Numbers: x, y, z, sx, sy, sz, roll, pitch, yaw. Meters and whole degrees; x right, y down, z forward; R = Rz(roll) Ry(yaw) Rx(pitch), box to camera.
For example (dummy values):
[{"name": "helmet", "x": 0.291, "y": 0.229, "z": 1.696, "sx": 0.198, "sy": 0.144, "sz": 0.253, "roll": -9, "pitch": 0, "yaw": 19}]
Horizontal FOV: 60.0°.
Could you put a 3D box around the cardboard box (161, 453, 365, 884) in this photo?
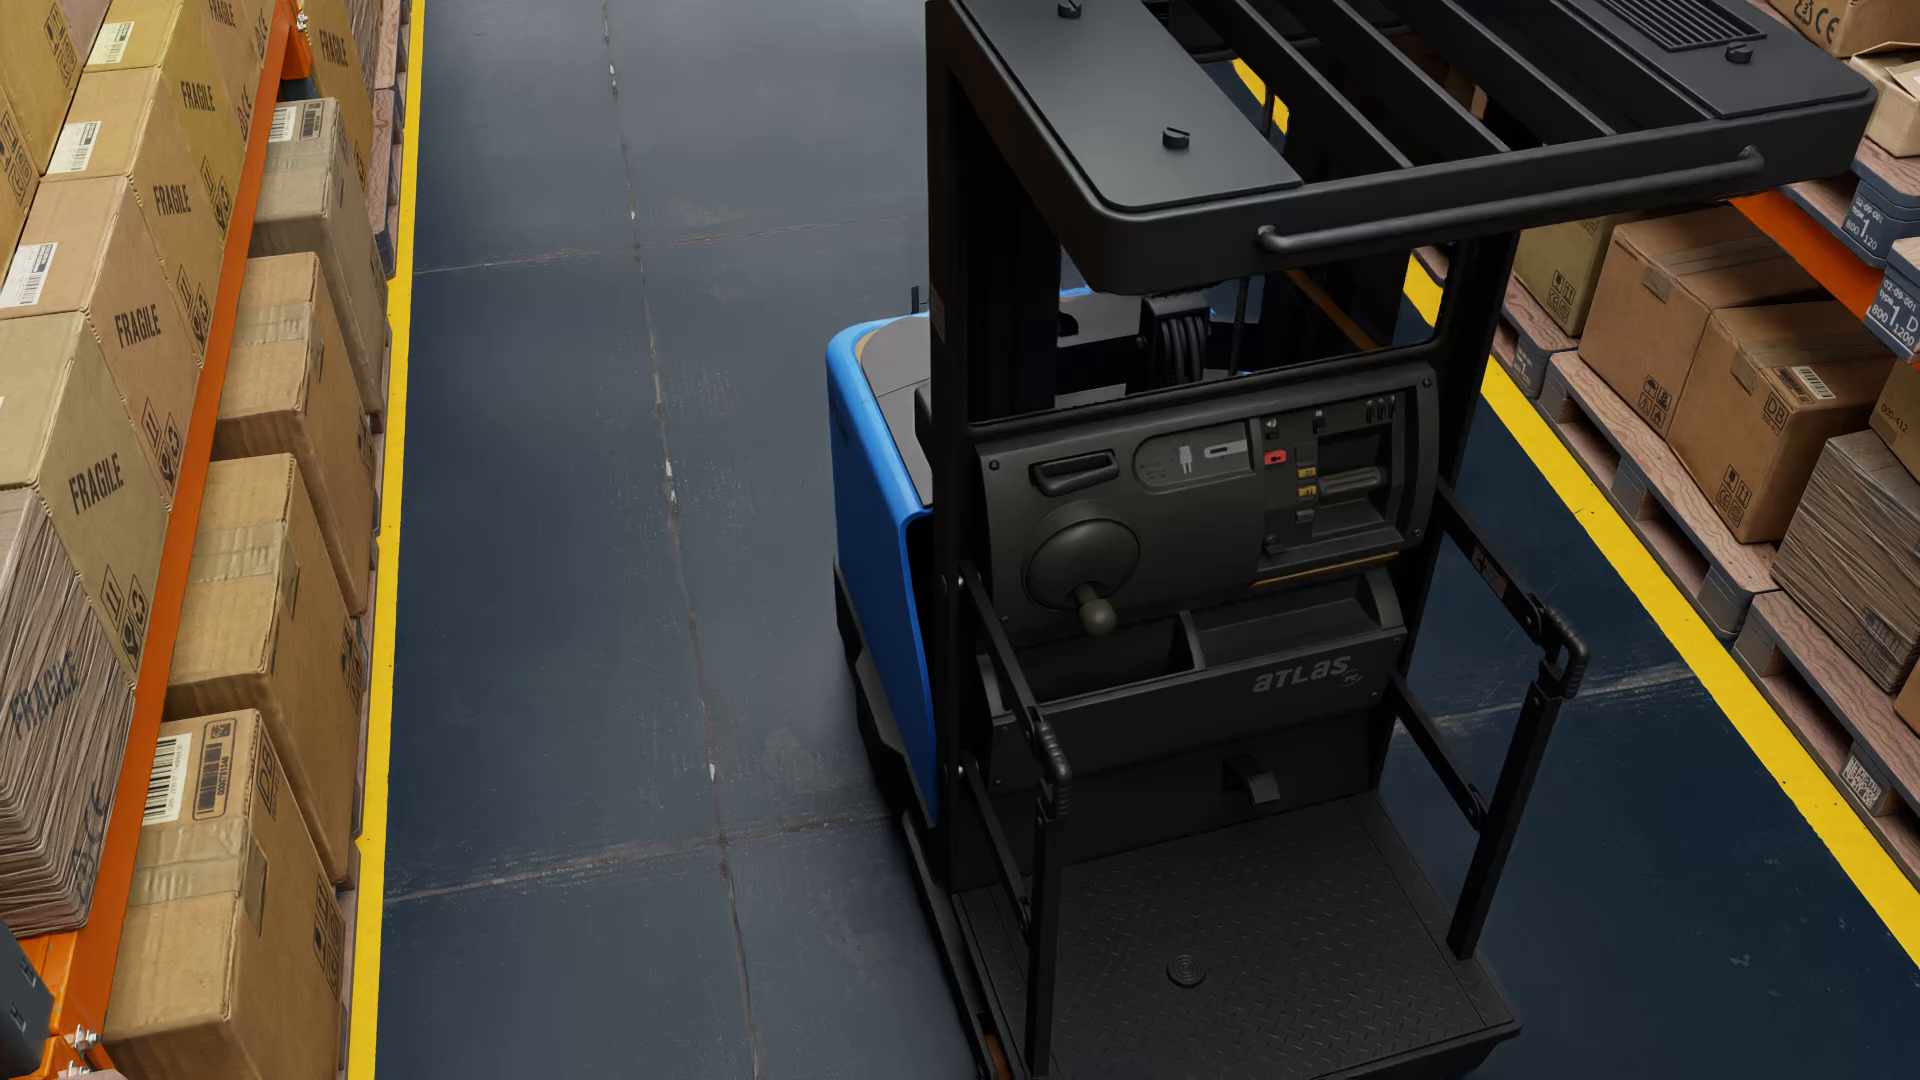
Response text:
[{"name": "cardboard box", "x": -2.063, "y": 0.374, "z": 3.948, "sx": 1.050, "sy": 0.750, "sz": 0.750, "roll": -8, "pitch": 42, "yaw": -9}]

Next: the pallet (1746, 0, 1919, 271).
[{"name": "pallet", "x": 2.570, "y": -1.188, "z": 4.473, "sx": 1.003, "sy": 0.211, "sz": 1.213, "roll": -8, "pitch": 42, "yaw": -9}]

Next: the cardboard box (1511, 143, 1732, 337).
[{"name": "cardboard box", "x": 2.370, "y": -1.092, "z": 5.772, "sx": 0.700, "sy": 0.500, "sz": 0.500, "roll": -9, "pitch": 42, "yaw": -10}]

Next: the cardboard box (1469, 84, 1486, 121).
[{"name": "cardboard box", "x": 2.286, "y": -1.403, "z": 6.123, "sx": 0.700, "sy": 0.500, "sz": 0.500, "roll": -11, "pitch": 43, "yaw": -13}]

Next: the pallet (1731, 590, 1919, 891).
[{"name": "pallet", "x": 10.684, "y": 1.291, "z": 3.636, "sx": 15.783, "sy": 0.211, "sz": 6.755, "roll": -8, "pitch": 42, "yaw": -9}]

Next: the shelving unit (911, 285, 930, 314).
[{"name": "shelving unit", "x": -6.490, "y": -2.152, "z": 5.269, "sx": 12.311, "sy": 3.194, "sz": 5.845, "roll": -8, "pitch": 42, "yaw": -9}]

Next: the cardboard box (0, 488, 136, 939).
[{"name": "cardboard box", "x": -1.661, "y": 0.296, "z": 2.582, "sx": 0.500, "sy": 0.500, "sz": 0.500, "roll": -8, "pitch": 42, "yaw": -9}]

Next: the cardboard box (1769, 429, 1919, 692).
[{"name": "cardboard box", "x": 2.741, "y": -0.001, "z": 4.543, "sx": 0.700, "sy": 0.500, "sz": 0.500, "roll": -12, "pitch": 43, "yaw": -13}]

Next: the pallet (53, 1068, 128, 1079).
[{"name": "pallet", "x": -1.569, "y": 1.182, "z": 1.804, "sx": 1.213, "sy": 0.211, "sz": 1.003, "roll": -8, "pitch": 42, "yaw": -9}]

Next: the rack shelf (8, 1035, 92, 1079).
[{"name": "rack shelf", "x": -1.396, "y": 2.229, "z": 1.022, "sx": 1.077, "sy": 0.370, "sz": 4.000, "roll": -8, "pitch": 42, "yaw": -9}]

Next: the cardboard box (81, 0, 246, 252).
[{"name": "cardboard box", "x": -2.099, "y": -1.012, "z": 4.055, "sx": 0.500, "sy": 0.500, "sz": 0.500, "roll": -8, "pitch": 42, "yaw": -9}]

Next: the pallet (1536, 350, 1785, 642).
[{"name": "pallet", "x": 2.611, "y": -0.235, "z": 5.356, "sx": 1.003, "sy": 0.211, "sz": 1.213, "roll": -8, "pitch": 42, "yaw": -9}]

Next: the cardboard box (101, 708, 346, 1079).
[{"name": "cardboard box", "x": -0.293, "y": -1.175, "z": 5.324, "sx": 5.455, "sy": 1.239, "sz": 5.693, "roll": -9, "pitch": 42, "yaw": -10}]

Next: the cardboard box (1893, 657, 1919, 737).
[{"name": "cardboard box", "x": 2.873, "y": 0.357, "z": 4.140, "sx": 0.700, "sy": 0.500, "sz": 0.500, "roll": -10, "pitch": 43, "yaw": -12}]

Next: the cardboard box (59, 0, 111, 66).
[{"name": "cardboard box", "x": -2.356, "y": -1.359, "z": 3.693, "sx": 0.700, "sy": 0.500, "sz": 0.500, "roll": -8, "pitch": 42, "yaw": -9}]

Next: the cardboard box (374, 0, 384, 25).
[{"name": "cardboard box", "x": -3.151, "y": -2.885, "z": 7.524, "sx": 0.875, "sy": 0.875, "sz": 0.875, "roll": -9, "pitch": 42, "yaw": -10}]

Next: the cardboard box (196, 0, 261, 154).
[{"name": "cardboard box", "x": -2.208, "y": -1.340, "z": 4.424, "sx": 0.500, "sy": 0.500, "sz": 0.500, "roll": -9, "pitch": 42, "yaw": -10}]

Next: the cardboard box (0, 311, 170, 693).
[{"name": "cardboard box", "x": -1.773, "y": -0.033, "z": 2.952, "sx": 0.500, "sy": 0.500, "sz": 0.500, "roll": -9, "pitch": 42, "yaw": -10}]

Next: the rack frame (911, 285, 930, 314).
[{"name": "rack frame", "x": -0.020, "y": -0.397, "z": 5.020, "sx": 0.240, "sy": 0.900, "sz": 0.006, "roll": -8, "pitch": 42, "yaw": -9}]

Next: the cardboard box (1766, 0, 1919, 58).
[{"name": "cardboard box", "x": 2.639, "y": -1.660, "z": 4.466, "sx": 0.797, "sy": 0.503, "sz": 0.637, "roll": -4, "pitch": 42, "yaw": -5}]

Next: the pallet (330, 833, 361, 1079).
[{"name": "pallet", "x": -1.924, "y": 1.184, "z": 3.757, "sx": 1.003, "sy": 0.211, "sz": 1.213, "roll": -8, "pitch": 42, "yaw": -9}]

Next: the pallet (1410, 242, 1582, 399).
[{"name": "pallet", "x": 2.344, "y": -1.028, "z": 6.249, "sx": 1.003, "sy": 0.211, "sz": 1.213, "roll": -8, "pitch": 42, "yaw": -9}]

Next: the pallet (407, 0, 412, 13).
[{"name": "pallet", "x": -3.305, "y": -2.972, "z": 8.440, "sx": 1.003, "sy": 0.211, "sz": 1.213, "roll": -8, "pitch": 42, "yaw": -9}]

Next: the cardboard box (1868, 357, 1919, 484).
[{"name": "cardboard box", "x": 2.739, "y": -0.265, "z": 4.275, "sx": 0.500, "sy": 0.250, "sz": 0.500, "roll": -4, "pitch": 42, "yaw": -4}]

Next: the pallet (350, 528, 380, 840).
[{"name": "pallet", "x": -2.184, "y": 0.395, "z": 4.646, "sx": 1.003, "sy": 0.211, "sz": 1.213, "roll": -8, "pitch": 42, "yaw": -9}]

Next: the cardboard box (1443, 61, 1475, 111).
[{"name": "cardboard box", "x": 2.127, "y": -2.062, "z": 6.880, "sx": 0.500, "sy": 0.500, "sz": 0.500, "roll": -10, "pitch": 42, "yaw": -11}]

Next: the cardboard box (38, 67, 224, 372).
[{"name": "cardboard box", "x": -1.987, "y": -0.683, "z": 3.685, "sx": 0.500, "sy": 0.500, "sz": 0.500, "roll": -9, "pitch": 42, "yaw": -10}]

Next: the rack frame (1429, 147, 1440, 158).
[{"name": "rack frame", "x": 2.174, "y": -2.575, "z": 5.891, "sx": 1.000, "sy": 3.000, "sz": 0.127, "roll": -8, "pitch": 42, "yaw": -9}]

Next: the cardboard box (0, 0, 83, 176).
[{"name": "cardboard box", "x": -2.248, "y": -1.032, "z": 3.324, "sx": 0.700, "sy": 0.500, "sz": 0.500, "roll": -9, "pitch": 42, "yaw": -10}]

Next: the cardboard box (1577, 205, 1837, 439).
[{"name": "cardboard box", "x": 2.491, "y": -0.729, "z": 5.363, "sx": 0.700, "sy": 0.500, "sz": 0.500, "roll": -12, "pitch": 43, "yaw": -13}]

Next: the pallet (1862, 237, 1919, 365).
[{"name": "pallet", "x": 2.780, "y": -0.357, "z": 3.537, "sx": 1.213, "sy": 0.211, "sz": 1.003, "roll": -8, "pitch": 42, "yaw": -9}]

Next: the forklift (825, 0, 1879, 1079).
[{"name": "forklift", "x": 4.031, "y": -0.373, "z": 3.462, "sx": 8.118, "sy": 2.935, "sz": 3.943, "roll": -11, "pitch": 43, "yaw": -12}]

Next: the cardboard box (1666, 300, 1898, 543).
[{"name": "cardboard box", "x": 2.612, "y": -0.367, "z": 4.956, "sx": 0.700, "sy": 0.500, "sz": 0.500, "roll": -5, "pitch": 42, "yaw": -6}]

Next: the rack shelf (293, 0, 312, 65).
[{"name": "rack shelf", "x": -3.122, "y": -2.957, "z": 6.864, "sx": 1.077, "sy": 0.370, "sz": 4.000, "roll": -8, "pitch": 42, "yaw": -9}]

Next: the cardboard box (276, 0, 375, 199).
[{"name": "cardboard box", "x": -2.758, "y": -1.710, "z": 6.201, "sx": 0.875, "sy": 0.875, "sz": 0.875, "roll": -8, "pitch": 42, "yaw": -9}]
